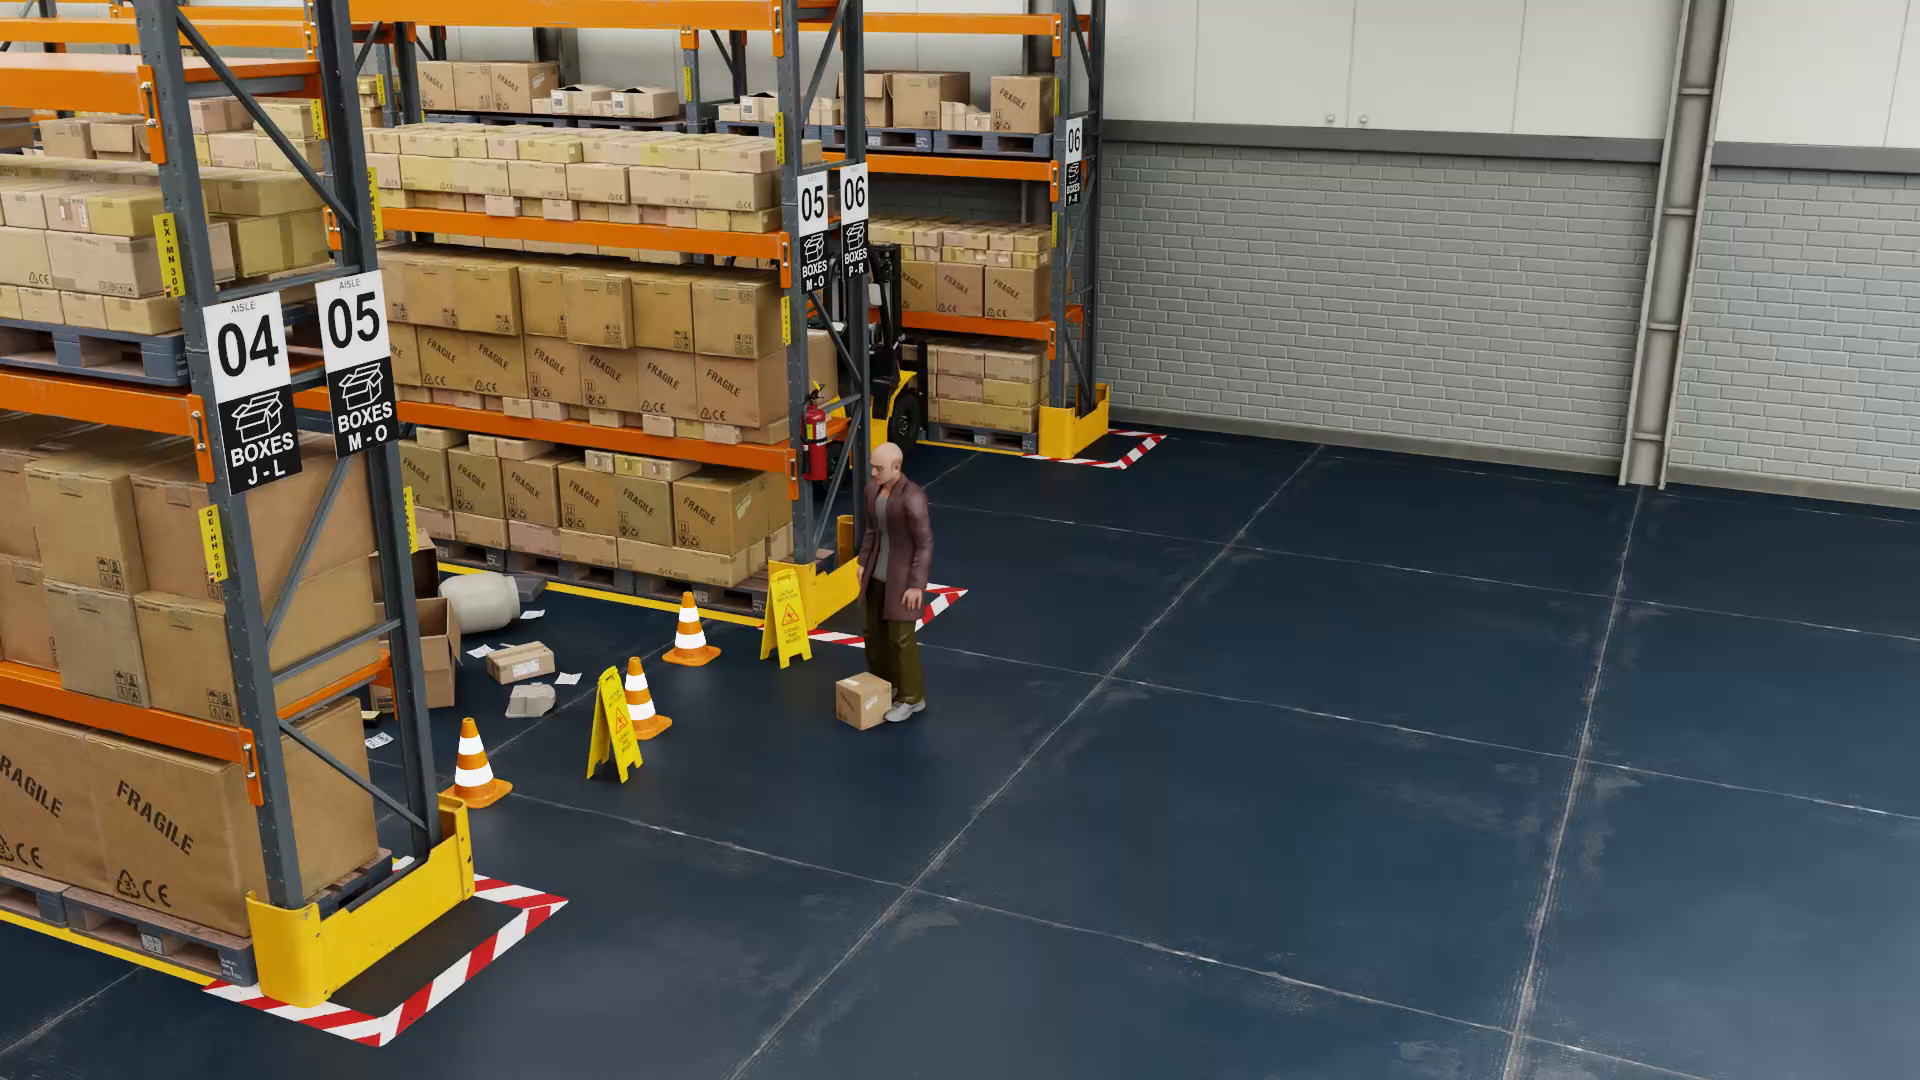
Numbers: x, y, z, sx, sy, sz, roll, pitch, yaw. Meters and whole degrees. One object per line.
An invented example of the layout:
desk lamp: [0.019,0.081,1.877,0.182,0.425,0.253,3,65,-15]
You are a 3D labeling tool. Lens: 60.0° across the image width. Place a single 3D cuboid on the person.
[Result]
person: [-0.423,0.237,10.390,0.428,1.773,0.642,-15,24,-38]
